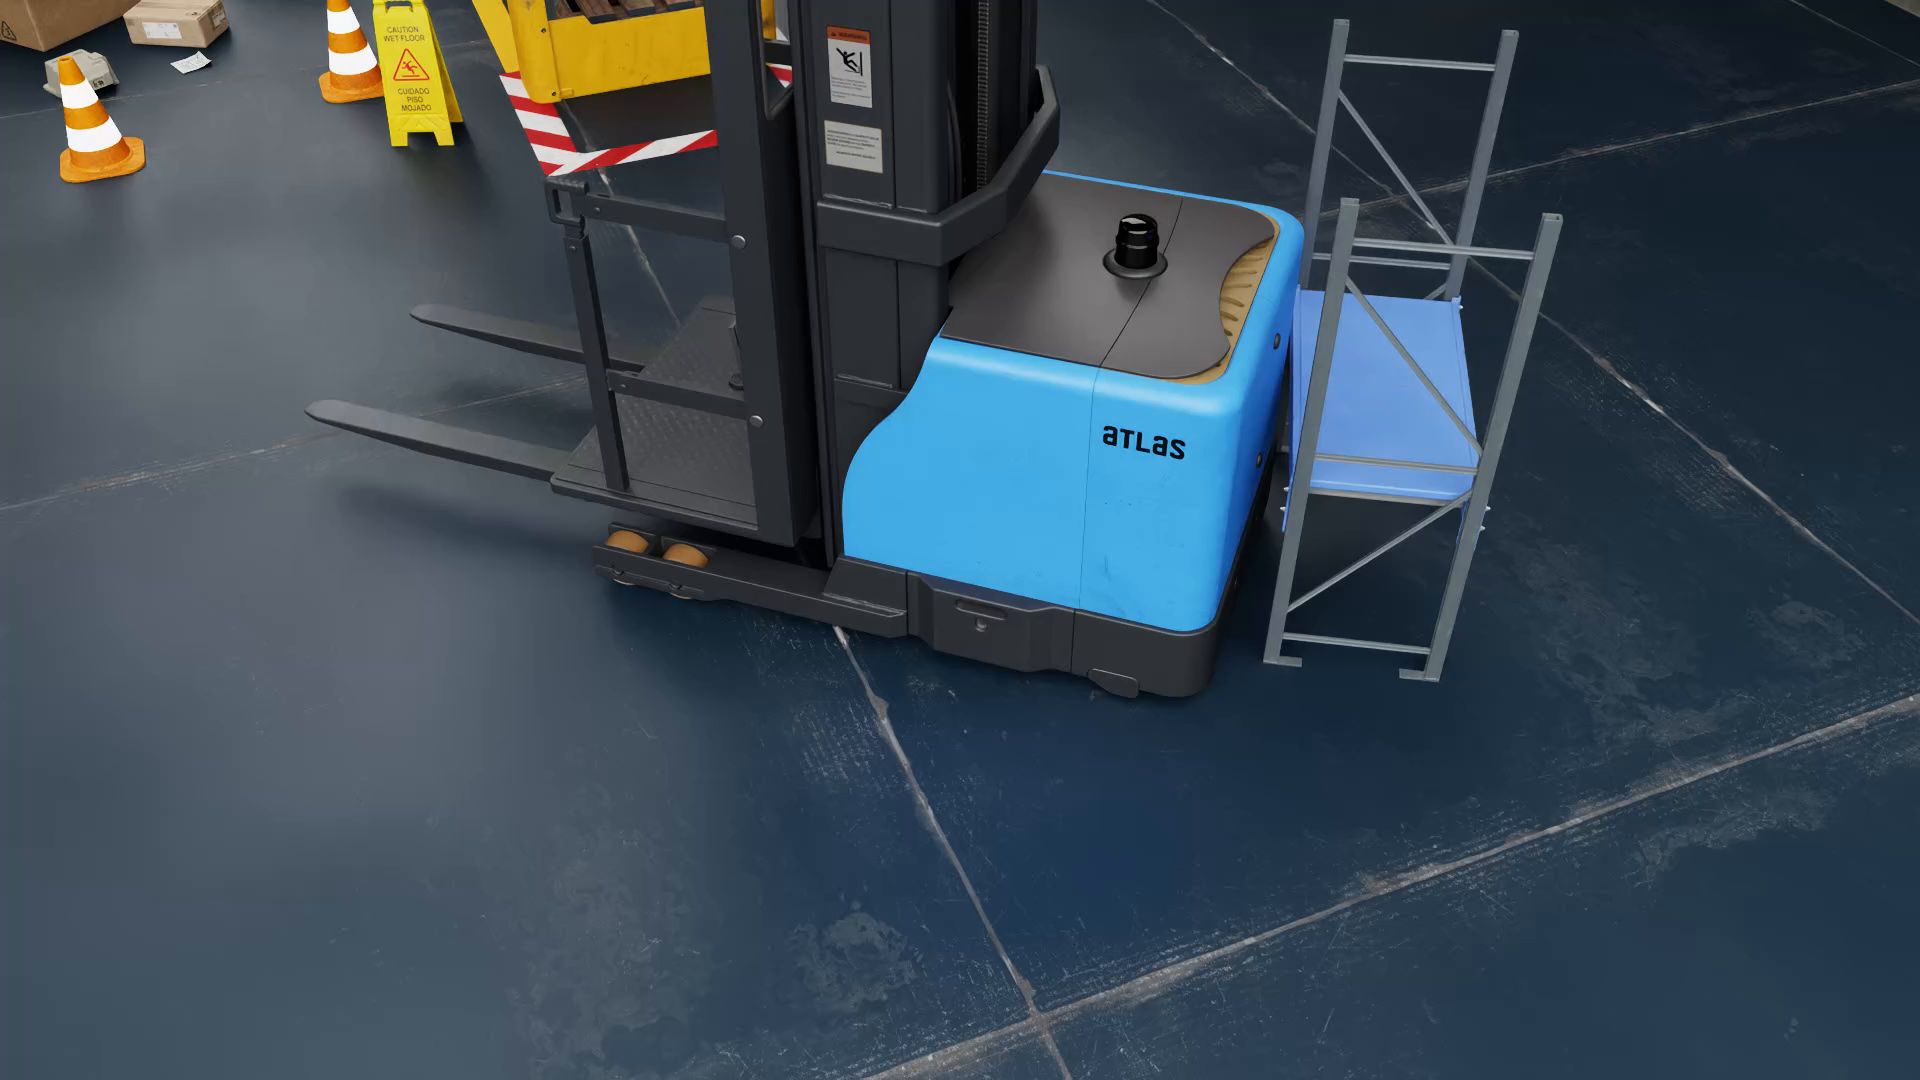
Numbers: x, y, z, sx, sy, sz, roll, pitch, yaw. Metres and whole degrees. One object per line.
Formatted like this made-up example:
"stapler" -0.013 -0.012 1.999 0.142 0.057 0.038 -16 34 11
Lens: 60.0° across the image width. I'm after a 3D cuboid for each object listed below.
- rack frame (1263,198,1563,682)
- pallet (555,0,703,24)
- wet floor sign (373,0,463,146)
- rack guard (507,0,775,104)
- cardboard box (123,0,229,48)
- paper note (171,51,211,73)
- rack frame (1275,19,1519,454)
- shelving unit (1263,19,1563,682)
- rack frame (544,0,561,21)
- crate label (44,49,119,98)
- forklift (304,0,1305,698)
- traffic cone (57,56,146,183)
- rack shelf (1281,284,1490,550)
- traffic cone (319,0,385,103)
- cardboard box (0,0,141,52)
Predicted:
"rack frame" 1.131 -0.195 4.326 0.500 1.500 0.032 6 41 7
"pallet" -1.736 -2.797 8.341 1.003 0.211 1.213 -15 43 -17
"wet floor sign" -2.345 -2.037 7.123 0.267 0.644 0.232 -2 41 -2
"rack guard" -1.458 -2.409 7.668 1.175 0.500 0.348 -15 43 -17
"cardboard box" -3.796 -2.515 8.061 0.380 0.149 0.250 5 41 6
"paper note" -3.630 -2.258 7.852 0.148 0.019 0.142 -31 49 -31
"rack frame" 1.286 -0.850 5.087 0.500 1.500 0.032 6 41 7
"shelving unit" 1.209 -0.523 4.707 0.538 1.500 1.048 6 41 7
"rack frame" -1.429 -3.311 6.799 1.000 3.000 0.127 -15 43 -17
"crate label" -4.039 -2.139 7.632 0.298 0.136 0.250 27 47 27
"forklift" -0.590 -1.244 4.449 3.031 2.935 1.130 13 42 14
"traffic cone" -3.681 -1.804 6.993 0.336 0.463 0.334 -15 43 -17
"rack shelf" 1.208 -0.386 4.824 0.538 0.185 1.000 6 41 7
"traffic cone" -2.785 -2.286 7.553 0.336 0.463 0.334 -15 43 -17
"cardboard box" -4.440 -2.791 8.109 0.637 0.503 0.797 19 44 20
